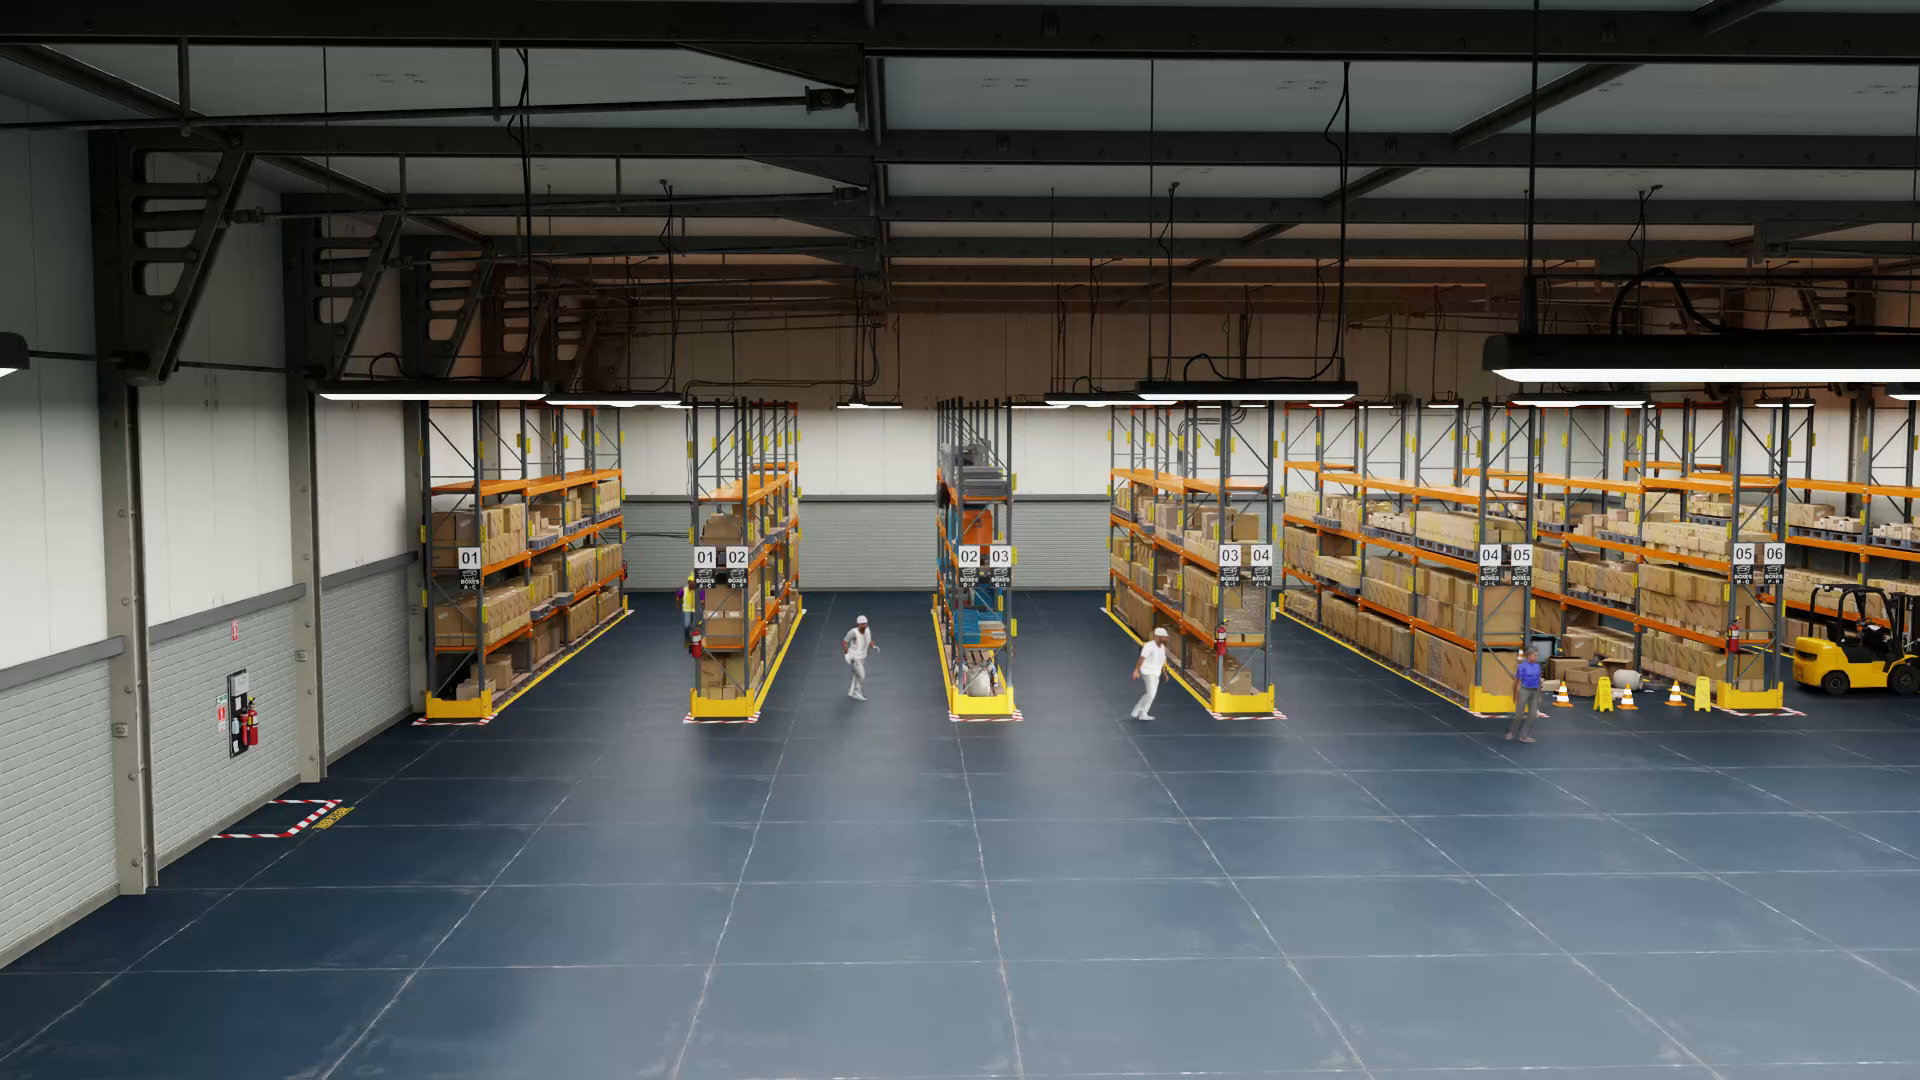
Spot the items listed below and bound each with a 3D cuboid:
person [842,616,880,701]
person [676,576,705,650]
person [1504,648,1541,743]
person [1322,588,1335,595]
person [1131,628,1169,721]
[{"bbox_3d":[-1.983,2.344,33.024,0.852,1.734,0.695,2,5,29],"label":"person"},{"bbox_3d":[-6.476,1.755,40.038,0.693,1.786,0.721,-1,4,-9],"label":"person"},{"bbox_3d":[9.757,2.687,28.818,0.585,1.627,0.443,-2,5,-21],"label":"person"},{"bbox_3d":[10.684,1.183,48.504,0.616,1.625,0.578,2,5,24],"label":"person"},{"bbox_3d":[3.540,2.488,30.813,0.600,1.728,0.717,3,5,36],"label":"person"}]
